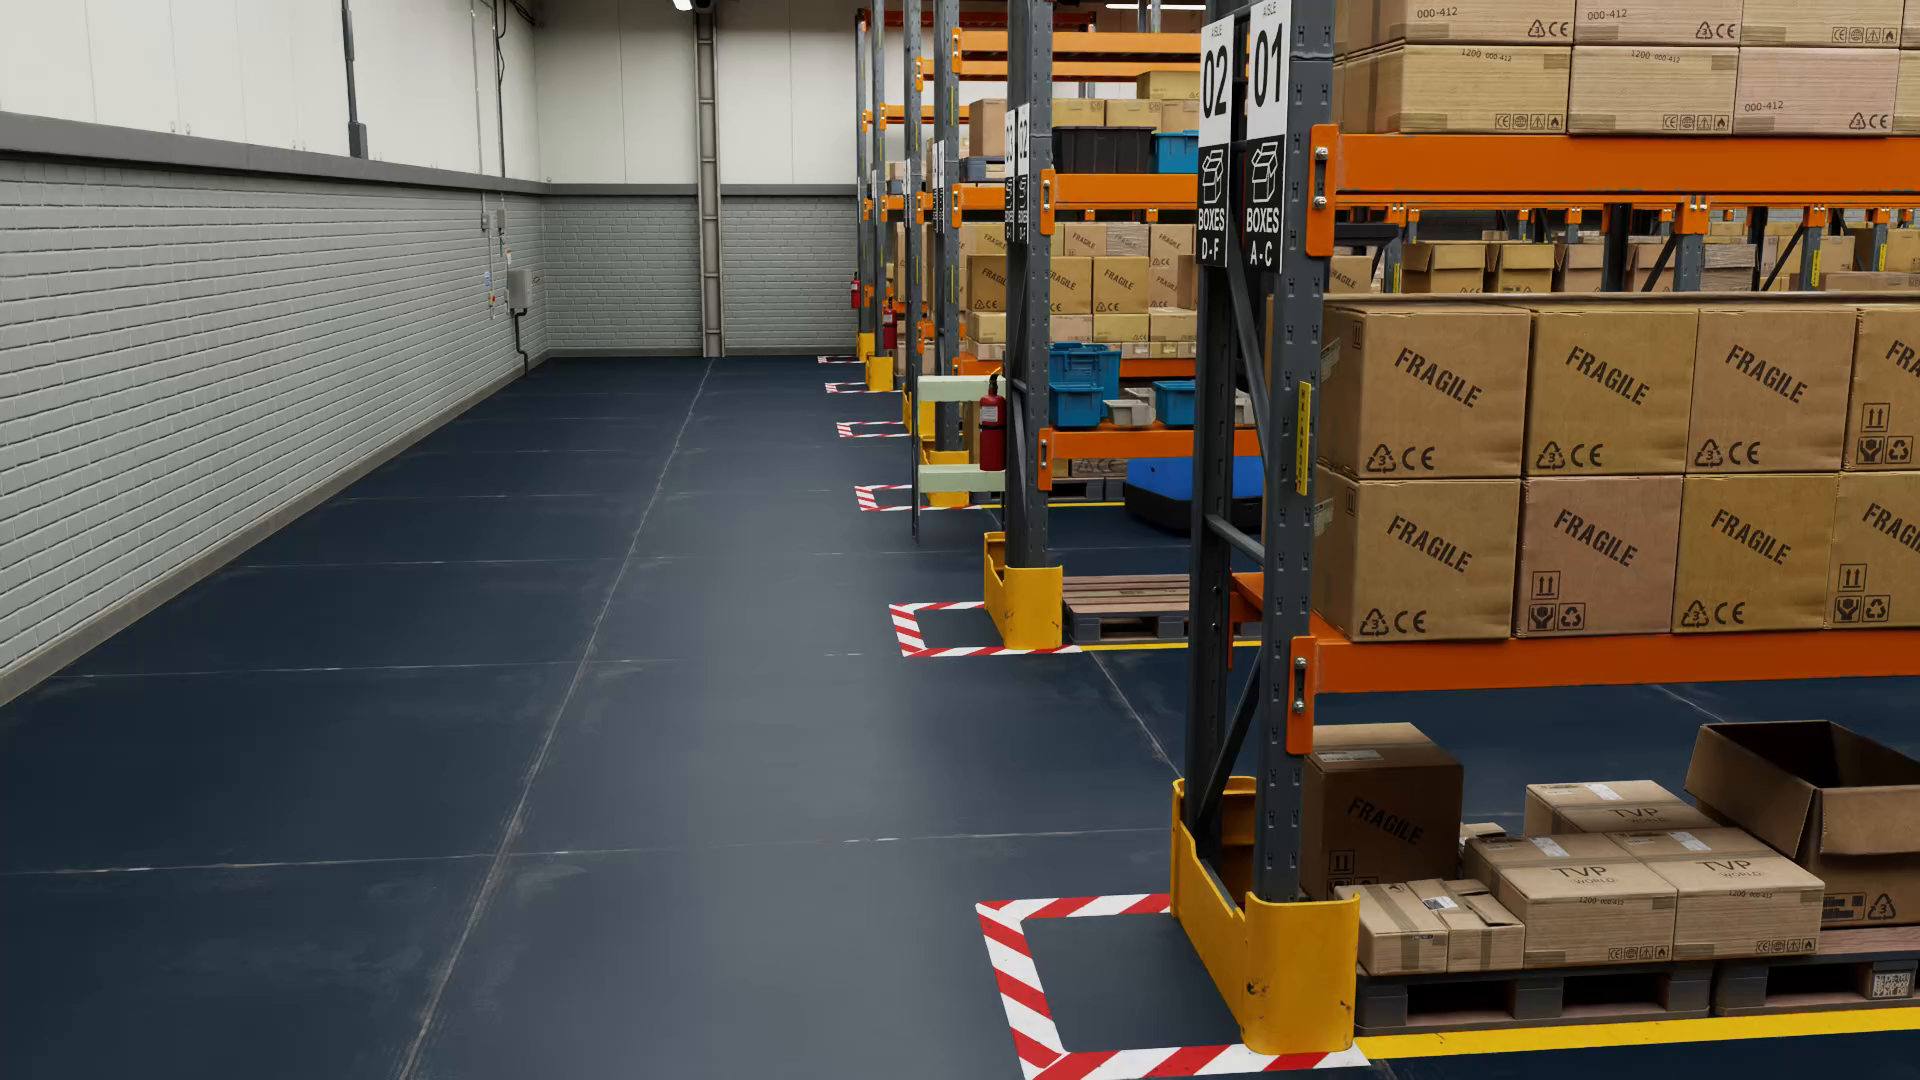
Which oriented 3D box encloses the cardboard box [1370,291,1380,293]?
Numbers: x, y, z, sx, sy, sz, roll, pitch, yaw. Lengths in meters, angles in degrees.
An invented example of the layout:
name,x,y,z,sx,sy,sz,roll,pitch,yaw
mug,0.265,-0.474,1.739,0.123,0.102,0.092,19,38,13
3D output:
name,x,y,z,sx,sy,sz,roll,pitch,yaw
cardboard box,4.885,-2.937,20.096,0.250,0.149,0.380,-2,11,-9

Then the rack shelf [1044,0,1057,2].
name,x,y,z,sx,sy,sz,roll,pitch,yaw
rack shelf,2.399,-3.362,10.045,4.000,0.370,1.077,-1,11,-6

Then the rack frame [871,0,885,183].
name,x,y,z,sx,sy,sz,roll,pitch,yaw
rack frame,-1.194,-6.720,24.224,0.127,3.000,1.000,-1,11,-6

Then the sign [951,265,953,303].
name,x,y,z,sx,sy,sz,roll,pitch,yaw
sign,-0.070,-2.233,14.502,0.005,0.325,0.100,-1,11,-6

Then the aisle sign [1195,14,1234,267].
name,x,y,z,sx,sy,sz,roll,pitch,yaw
aisle sign,0.841,-1.309,5.513,0.004,0.787,0.394,-1,11,-6

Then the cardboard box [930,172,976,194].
name,x,y,z,sx,sy,sz,roll,pitch,yaw
cardboard box,-0.085,-4.188,19.508,0.500,0.250,0.500,-1,11,-4

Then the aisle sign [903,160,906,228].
name,x,y,z,sx,sy,sz,roll,pitch,yaw
aisle sign,-0.664,-4.161,20.019,0.004,0.787,0.394,-1,11,-6

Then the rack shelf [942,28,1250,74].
name,x,y,z,sx,sy,sz,roll,pitch,yaw
rack shelf,1.864,-4.312,14.877,4.000,0.370,1.077,-1,11,-6

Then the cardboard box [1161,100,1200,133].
name,x,y,z,sx,sy,sz,roll,pitch,yaw
cardboard box,2.011,-3.714,15.099,0.500,0.500,0.700,-1,11,-4

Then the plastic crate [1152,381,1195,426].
name,x,y,z,sx,sy,sz,roll,pitch,yaw
plastic crate,1.346,-0.829,10.089,0.300,0.233,0.416,-1,11,-6

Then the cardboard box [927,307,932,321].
name,x,y,z,sx,sy,sz,roll,pitch,yaw
cardboard box,-0.265,-2.767,20.319,0.250,0.149,0.380,-1,11,-6

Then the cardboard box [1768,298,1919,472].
name,x,y,z,sx,sy,sz,roll,pitch,yaw
cardboard box,2.934,-0.507,5.321,0.500,0.500,0.500,-1,11,-7

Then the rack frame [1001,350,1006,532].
name,x,y,z,sx,sy,sz,roll,pitch,yaw
rack frame,0.371,-0.744,13.263,0.023,1.500,0.400,-1,11,-6

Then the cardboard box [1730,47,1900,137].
name,x,y,z,sx,sy,sz,roll,pitch,yaw
cardboard box,2.476,-1.355,5.098,0.500,0.250,0.500,-1,11,-6

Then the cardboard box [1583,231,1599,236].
name,x,y,z,sx,sy,sz,roll,pitch,yaw
cardboard box,9.617,-4.676,25.578,0.250,0.149,0.380,-2,11,-8

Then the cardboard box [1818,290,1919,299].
name,x,y,z,sx,sy,sz,roll,pitch,yaw
cardboard box,3.396,-0.622,5.905,0.500,0.500,0.500,-2,11,-8

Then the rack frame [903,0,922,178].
name,x,y,z,sx,sy,sz,roll,pitch,yaw
rack frame,-0.559,-5.773,19.406,0.127,3.000,1.000,-1,11,-6

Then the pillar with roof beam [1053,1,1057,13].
name,x,y,z,sx,sy,sz,roll,pitch,yaw
pillar with roof beam,1.918,-7.088,26.095,0.548,9.000,9.100,-1,11,-6

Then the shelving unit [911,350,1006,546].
name,x,y,z,sx,sy,sz,roll,pitch,yaw
shelving unit,0.007,-0.736,13.224,0.755,1.500,0.431,-1,11,-6

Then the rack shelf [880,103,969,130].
name,x,y,z,sx,sy,sz,roll,pitch,yaw
rack shelf,0.794,-6.213,24.544,4.000,0.370,1.077,-1,11,-6

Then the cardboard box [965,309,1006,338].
name,x,y,z,sx,sy,sz,roll,pitch,yaw
cardboard box,0.329,-2.010,15.432,0.500,0.250,0.500,-1,11,-7

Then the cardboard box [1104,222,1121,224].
name,x,y,z,sx,sy,sz,roll,pitch,yaw
cardboard box,2.237,-4.666,24.793,0.250,0.149,0.380,-1,11,-5

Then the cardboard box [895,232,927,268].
name,x,y,z,sx,sy,sz,roll,pitch,yaw
cardboard box,-0.686,-4.272,24.470,0.500,0.500,0.500,-1,11,-7

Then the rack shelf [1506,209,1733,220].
name,x,y,z,sx,sy,sz,roll,pitch,yaw
rack shelf,12.184,-6.139,30.908,4.000,0.370,1.077,-1,11,-6

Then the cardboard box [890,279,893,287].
name,x,y,z,sx,sy,sz,roll,pitch,yaw
cardboard box,-1.130,-4.574,29.508,0.250,0.149,0.380,-1,11,-5

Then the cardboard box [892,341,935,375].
name,x,y,z,sx,sy,sz,roll,pitch,yaw
cardboard box,-0.549,-2.758,25.177,0.875,0.438,0.875,-2,11,-8

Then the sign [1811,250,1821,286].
name,x,y,z,sx,sy,sz,roll,pitch,yaw
sign,7.893,-2.505,15.331,0.005,0.325,0.100,-1,11,-6

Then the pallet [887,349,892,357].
name,x,y,z,sx,sy,sz,roll,pitch,yaw
pallet,-0.866,-3.378,30.007,1.213,0.211,1.003,-1,11,-6

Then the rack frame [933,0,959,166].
name,x,y,z,sx,sy,sz,roll,pitch,yaw
rack frame,-0.124,-4.820,14.557,0.127,3.000,1.000,-1,11,-6

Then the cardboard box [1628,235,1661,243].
name,x,y,z,sx,sy,sz,roll,pitch,yaw
cardboard box,8.344,-3.554,20.819,0.500,0.500,0.700,-1,11,-7

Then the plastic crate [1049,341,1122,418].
name,x,y,z,sx,sy,sz,roll,pitch,yaw
plastic crate,0.724,-1.016,10.513,0.499,0.435,0.616,-1,11,-6

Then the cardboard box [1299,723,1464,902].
name,x,y,z,sx,sy,sz,roll,pitch,yaw
cardboard box,1.456,0.976,5.968,0.500,0.500,0.500,-1,11,-6

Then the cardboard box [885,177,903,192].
name,x,y,z,sx,sy,sz,roll,pitch,yaw
cardboard box,-1.263,-6.230,29.121,0.500,0.250,0.500,-1,11,-7

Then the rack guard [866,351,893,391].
name,x,y,z,sx,sy,sz,roll,pitch,yaw
rack guard,-1.218,-2.550,25.041,0.348,0.500,1.175,-1,11,-6

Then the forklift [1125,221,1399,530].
name,x,y,z,sx,sy,sz,roll,pitch,yaw
forklift,2.987,-1.639,14.108,3.031,2.935,1.130,-4,12,-20

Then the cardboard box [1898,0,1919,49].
name,x,y,z,sx,sy,sz,roll,pitch,yaw
cardboard box,2.973,-1.611,5.104,0.500,0.250,0.500,-1,11,-6

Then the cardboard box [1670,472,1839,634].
name,x,y,z,sx,sy,sz,roll,pitch,yaw
cardboard box,2.423,-0.006,5.362,0.500,0.500,0.500,-1,11,-6

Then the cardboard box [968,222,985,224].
name,x,y,z,sx,sy,sz,roll,pitch,yaw
cardboard box,0.227,-4.616,24.539,0.250,0.149,0.380,-1,11,-6

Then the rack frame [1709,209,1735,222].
name,x,y,z,sx,sy,sz,roll,pitch,yaw
rack frame,14.173,-5.062,31.340,0.127,3.000,1.000,-1,11,-6

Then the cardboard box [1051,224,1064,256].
name,x,y,z,sx,sy,sz,roll,pitch,yaw
cardboard box,0.936,-3.492,19.732,0.500,0.500,0.500,-1,11,-7

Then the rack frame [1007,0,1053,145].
name,x,y,z,sx,sy,sz,roll,pitch,yaw
rack frame,0.411,-3.870,9.725,0.127,3.000,1.000,-1,11,-6

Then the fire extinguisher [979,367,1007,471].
name,x,y,z,sx,sy,sz,roll,pitch,yaw
fire extinguisher,0.212,-0.789,10.775,0.183,0.674,0.296,-1,11,-6

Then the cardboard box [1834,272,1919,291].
name,x,y,z,sx,sy,sz,roll,pitch,yaw
cardboard box,8.906,-2.348,16.186,0.500,0.500,0.700,0,11,2

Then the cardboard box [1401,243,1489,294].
name,x,y,z,sx,sy,sz,roll,pitch,yaw
cardboard box,4.487,-2.516,15.529,0.637,0.503,0.797,-1,11,-8

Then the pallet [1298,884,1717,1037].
name,x,y,z,sx,sy,sz,roll,pitch,yaw
pallet,1.810,1.374,5.834,1.213,0.211,1.003,-1,11,-6

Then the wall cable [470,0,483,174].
name,x,y,z,sx,sy,sz,roll,pitch,yaw
wall cable,-6.819,-6.548,23.346,0.029,3.000,0.463,-1,11,-6

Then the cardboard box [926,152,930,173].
name,x,y,z,sx,sy,sz,roll,pitch,yaw
cardboard box,-0.129,-4.531,19.959,0.500,0.250,0.500,-2,11,-8

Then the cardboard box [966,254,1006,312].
name,x,y,z,sx,sy,sz,roll,pitch,yaw
cardboard box,0.332,-2.377,15.357,0.500,0.500,0.500,-1,11,-5

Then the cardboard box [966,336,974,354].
name,x,y,z,sx,sy,sz,roll,pitch,yaw
cardboard box,0.195,-1.824,15.519,0.250,0.149,0.380,-1,11,-5

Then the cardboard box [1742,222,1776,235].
name,x,y,z,sx,sy,sz,roll,pitch,yaw
cardboard box,12.209,-4.692,25.834,0.500,0.500,0.700,-1,11,-7

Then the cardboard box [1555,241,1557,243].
name,x,y,z,sx,sy,sz,roll,pitch,yaw
cardboard box,9.295,-4.354,25.620,0.500,0.500,0.500,-1,11,-4
